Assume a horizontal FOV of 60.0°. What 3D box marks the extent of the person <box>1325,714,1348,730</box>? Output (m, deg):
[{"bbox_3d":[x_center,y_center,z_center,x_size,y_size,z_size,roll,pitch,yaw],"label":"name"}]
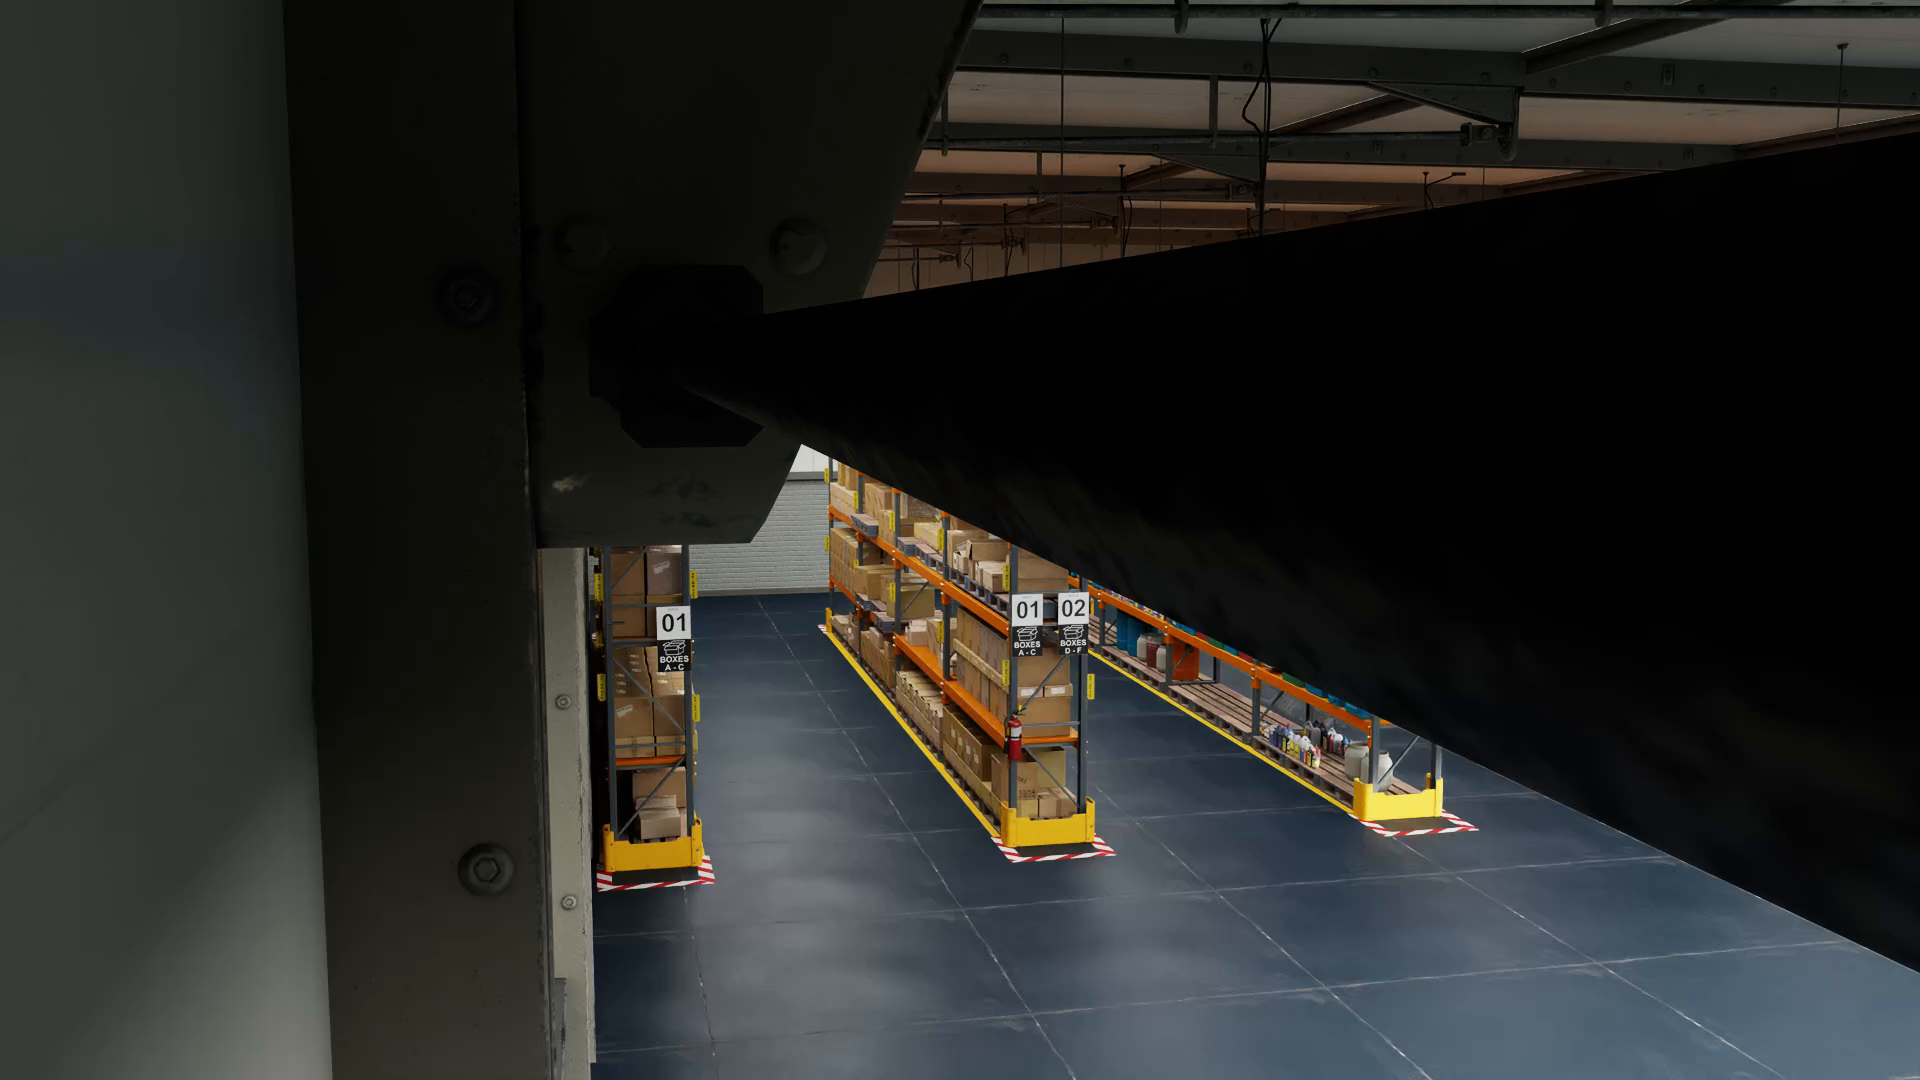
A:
[{"bbox_3d":[6.392,2.243,27.279,0.765,1.720,0.608,-2,7,-19],"label":"person"}]
